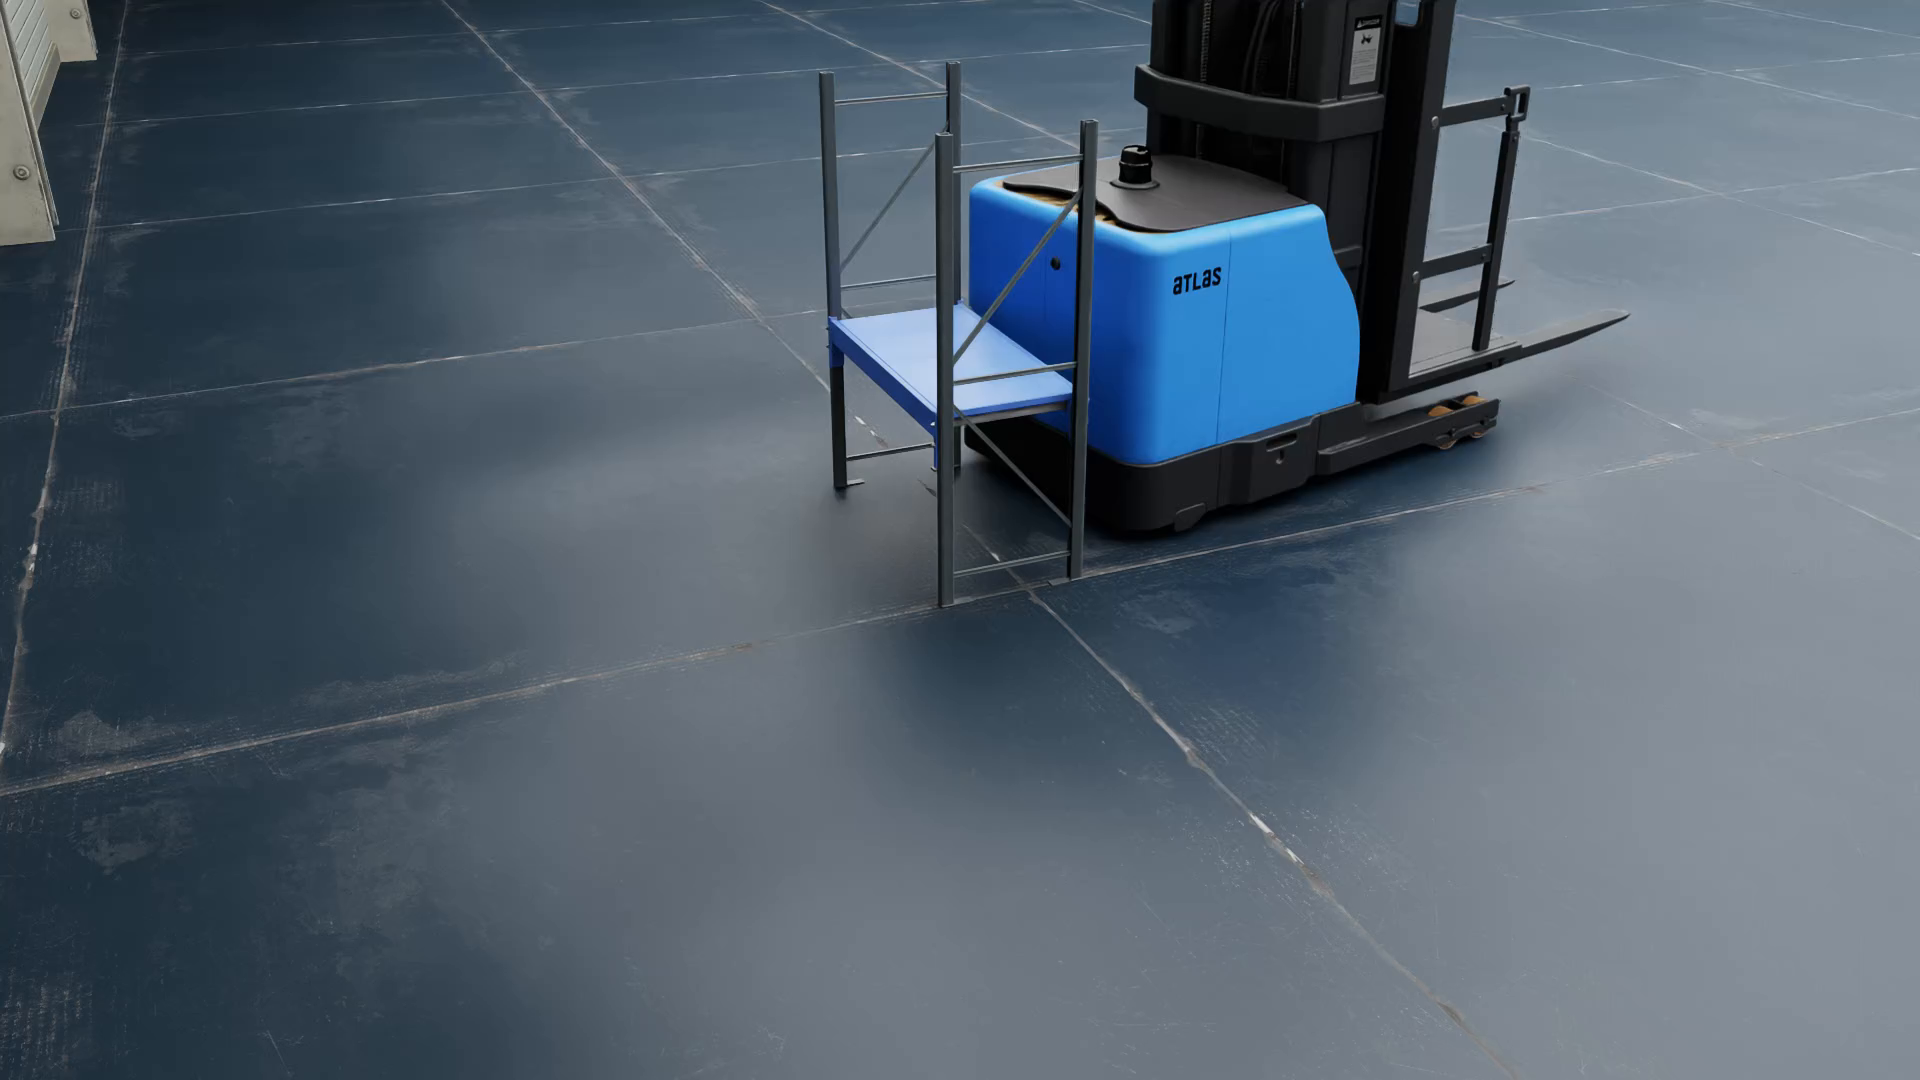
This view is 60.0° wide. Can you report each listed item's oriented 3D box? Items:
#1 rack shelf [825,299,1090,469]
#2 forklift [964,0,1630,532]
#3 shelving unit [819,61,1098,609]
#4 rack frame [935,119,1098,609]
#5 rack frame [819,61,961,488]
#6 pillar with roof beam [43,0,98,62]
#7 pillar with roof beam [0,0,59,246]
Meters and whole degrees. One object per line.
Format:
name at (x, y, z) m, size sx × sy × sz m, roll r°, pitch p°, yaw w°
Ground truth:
rack shelf at (-0.033, -0.547, 5.570) m, size 0.538 × 0.185 × 1.000 m, roll -11°, pitch 28°, yaw -21°
forklift at (1.510, -1.839, 6.176) m, size 3.031 × 2.935 × 1.130 m, roll -18°, pitch 31°, yaw -32°
shelving unit at (-0.033, -0.708, 5.491) m, size 0.538 × 1.500 × 1.048 m, roll -11°, pitch 28°, yaw -21°
rack frame at (0.166, -0.503, 5.071) m, size 0.500 × 1.500 × 0.032 m, roll -11°, pitch 28°, yaw -21°
rack frame at (-0.232, -0.914, 5.912) m, size 0.500 × 1.500 × 0.032 m, roll -11°, pitch 28°, yaw -21°
pillar with roof beam at (-3.569, -8.901, 13.723) m, size 9.100 × 9.000 × 0.400 m, roll -11°, pitch 28°, yaw -21°
pillar with roof beam at (-1.219, -6.479, 8.762) m, size 9.100 × 9.000 × 0.400 m, roll -11°, pitch 28°, yaw -21°
